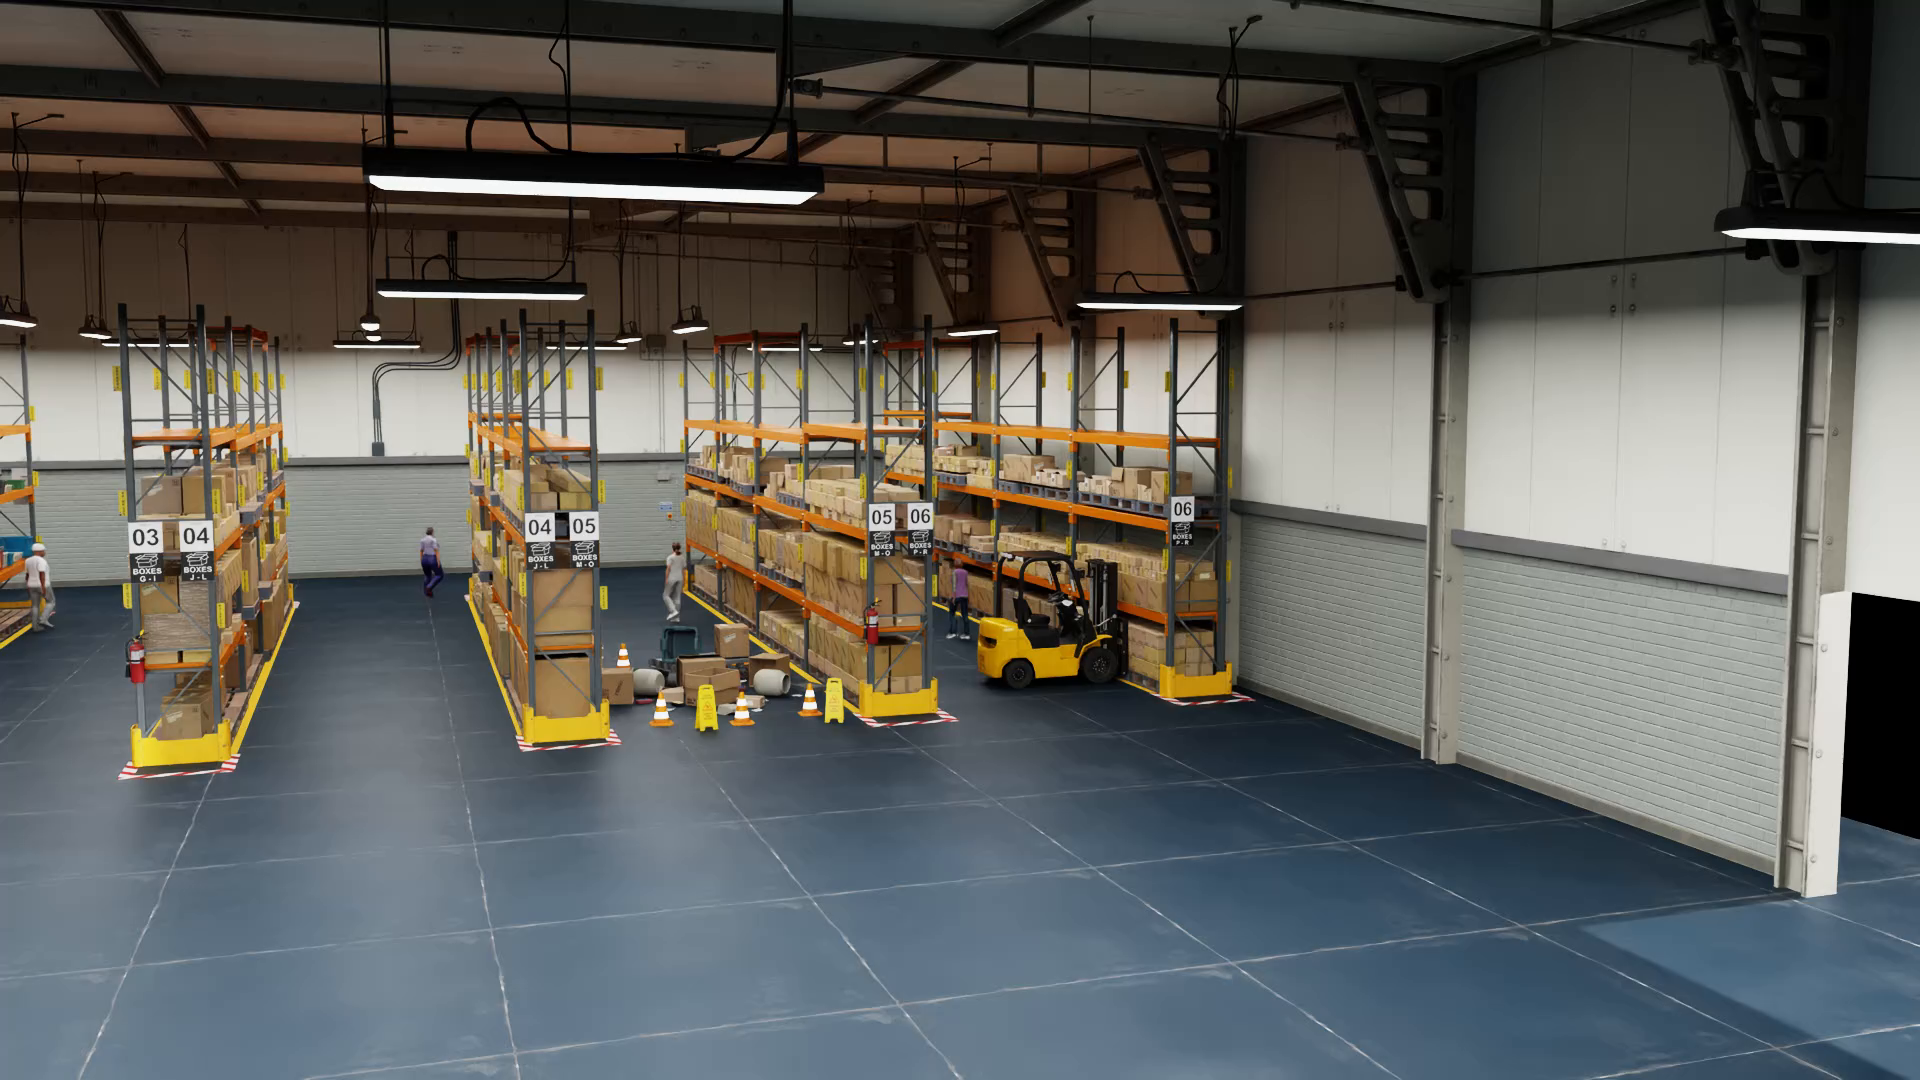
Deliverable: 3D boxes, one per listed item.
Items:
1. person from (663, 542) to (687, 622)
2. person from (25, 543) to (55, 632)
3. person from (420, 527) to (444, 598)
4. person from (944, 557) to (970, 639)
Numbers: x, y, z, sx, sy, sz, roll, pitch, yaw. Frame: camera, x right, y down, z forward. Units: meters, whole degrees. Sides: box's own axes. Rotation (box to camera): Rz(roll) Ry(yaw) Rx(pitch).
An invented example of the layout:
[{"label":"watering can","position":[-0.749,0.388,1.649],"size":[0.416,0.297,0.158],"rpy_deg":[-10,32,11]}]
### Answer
[{"label":"person","position":[-5.916,0.876,34.668],"size":[0.490,1.670,0.467],"rpy_deg":[-3,6,-31]},{"label":"person","position":[-18.535,0.947,33.430],"size":[0.578,1.748,0.496],"rpy_deg":[0,5,1]},{"label":"person","position":[-12.289,0.516,38.588],"size":[0.552,1.645,0.551],"rpy_deg":[2,6,19]},{"label":"person","position":[0.005,1.154,32.421],"size":[0.456,1.615,0.629],"rpy_deg":[-4,7,-34]}]
